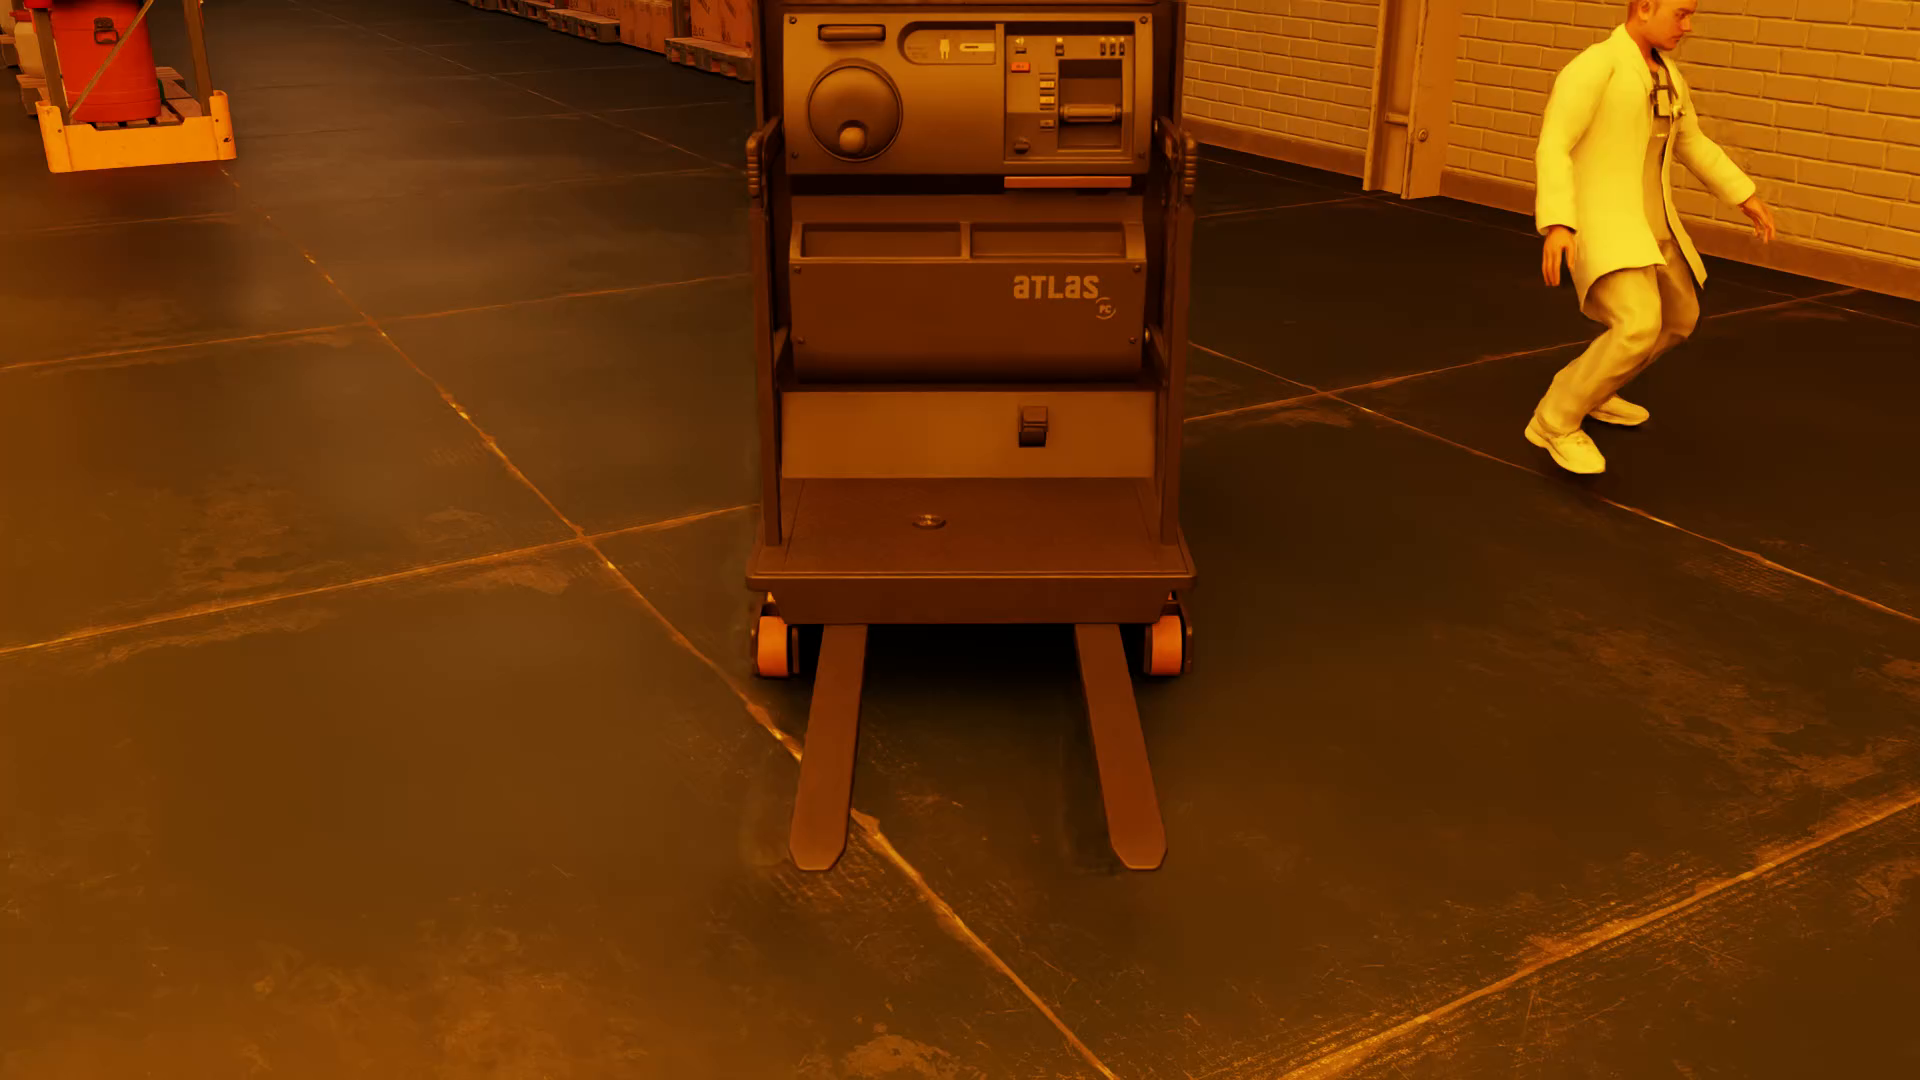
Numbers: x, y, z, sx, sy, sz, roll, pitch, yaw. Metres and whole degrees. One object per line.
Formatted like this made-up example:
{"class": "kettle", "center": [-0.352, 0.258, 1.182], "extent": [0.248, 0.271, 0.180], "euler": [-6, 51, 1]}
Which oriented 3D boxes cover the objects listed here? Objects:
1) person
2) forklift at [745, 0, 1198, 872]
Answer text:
{"class": "person", "center": [2.251, -1.081, 5.591], "extent": [1.002, 1.610, 0.705], "euler": [-15, 27, -33]}
{"class": "forklift", "center": [0.024, -1.118, 3.997], "extent": [1.130, 2.935, 3.031], "euler": [0, 22, 0]}
